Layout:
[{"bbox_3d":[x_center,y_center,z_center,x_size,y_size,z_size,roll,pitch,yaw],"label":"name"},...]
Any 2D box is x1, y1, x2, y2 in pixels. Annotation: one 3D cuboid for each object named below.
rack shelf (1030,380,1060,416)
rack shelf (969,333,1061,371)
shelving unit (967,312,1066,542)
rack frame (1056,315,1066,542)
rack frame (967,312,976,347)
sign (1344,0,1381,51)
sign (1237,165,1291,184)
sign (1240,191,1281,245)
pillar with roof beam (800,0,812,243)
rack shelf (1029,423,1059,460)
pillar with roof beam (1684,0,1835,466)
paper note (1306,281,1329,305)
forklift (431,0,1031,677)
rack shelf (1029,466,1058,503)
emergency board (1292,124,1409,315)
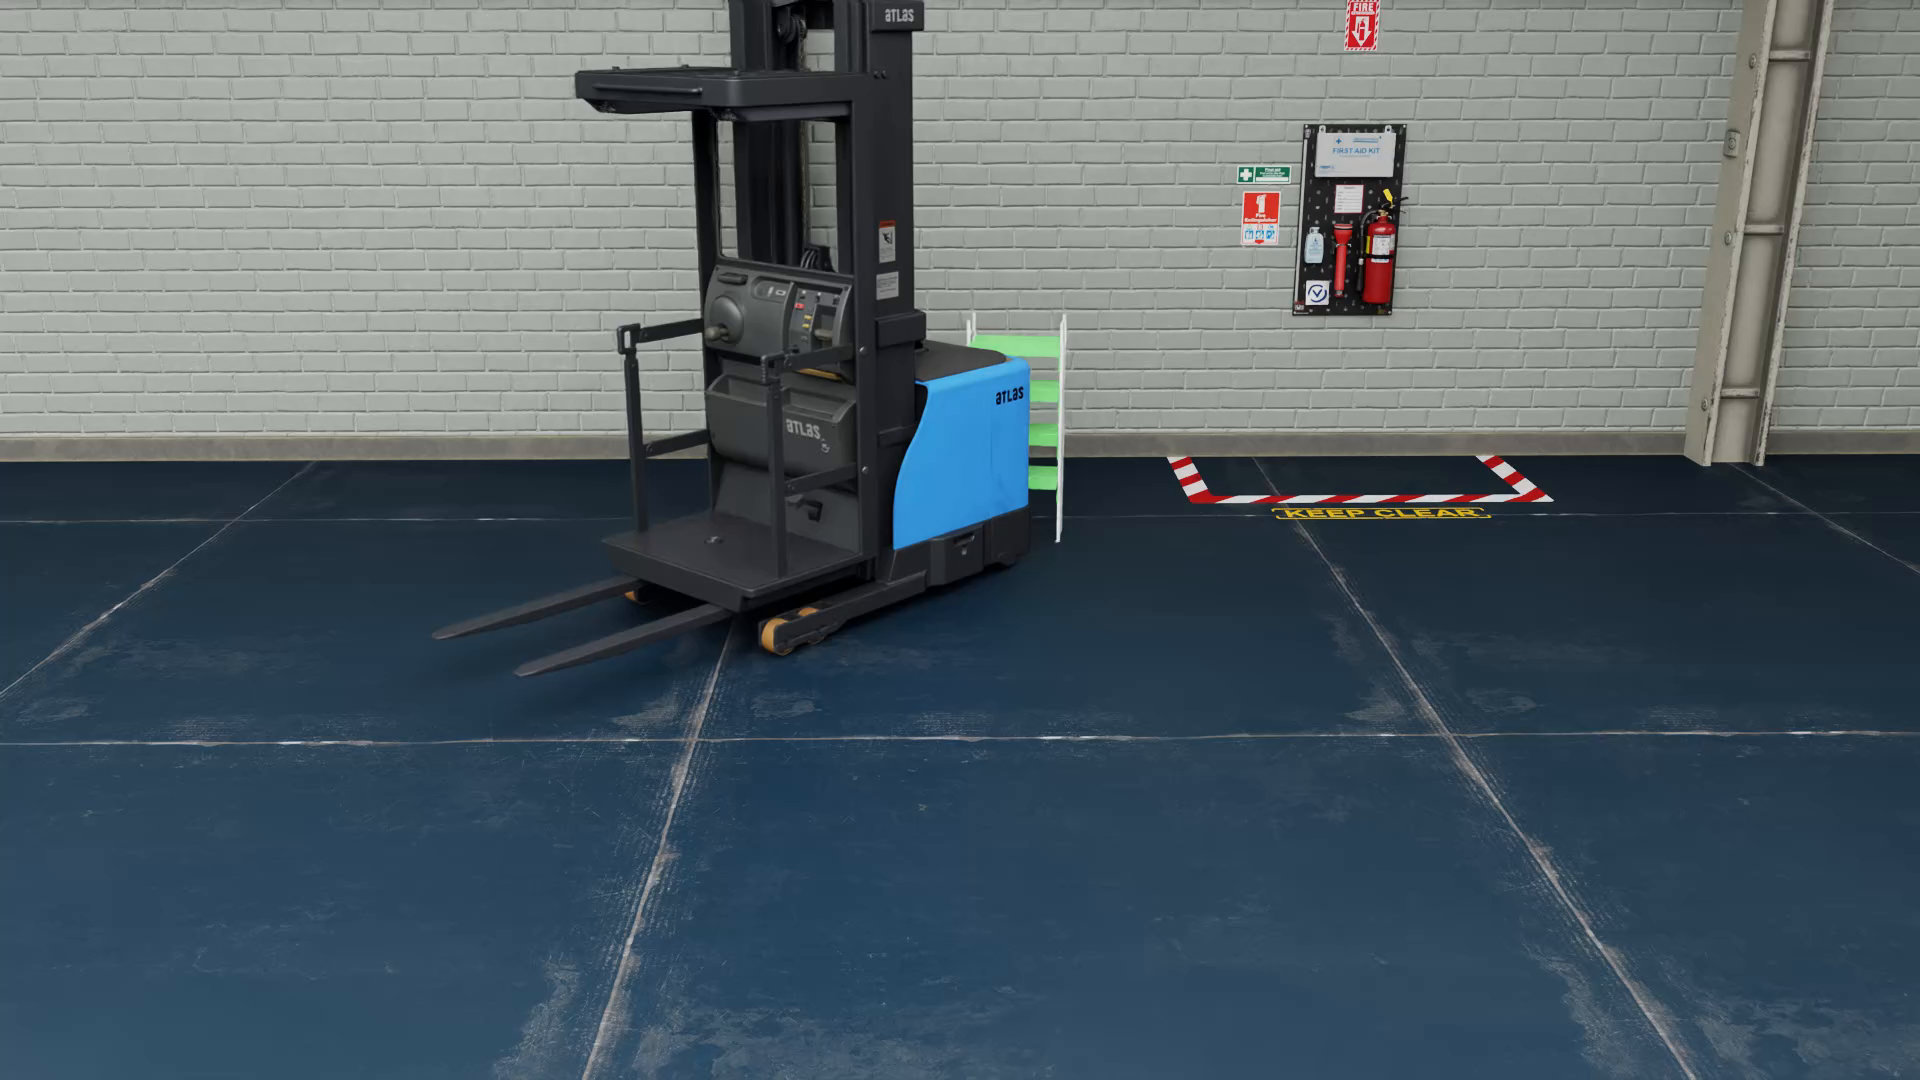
[{"bbox_3d":[0.303,-0.772,8.913,0.480,0.148,0.258,2,18,7],"label":"rack shelf"},{"bbox_3d":[0.303,-1.000,8.840,0.480,0.148,0.258,2,18,7],"label":"rack shelf"},{"bbox_3d":[0.303,-0.604,8.967,0.503,1.200,0.258,2,18,7],"label":"shelving unit"},{"bbox_3d":[0.545,-0.595,8.938,0.015,1.200,0.240,2,18,7],"label":"rack frame"},{"bbox_3d":[0.061,-0.614,8.996,0.015,1.200,0.240,2,18,7],"label":"rack frame"},{"bbox_3d":[2.404,-3.078,9.938,0.199,0.298,0.001,0,18,-1],"label":"sign"},{"bbox_3d":[1.863,-2.239,10.192,0.331,0.109,0.001,0,18,-1],"label":"sign"},{"bbox_3d":[1.859,-1.990,10.281,0.234,0.329,0.001,0,18,-1],"label":"sign"},{"bbox_3d":[-1.047,-3.457,5.093,0.400,9.000,9.100,0,18,-1],"label":"pillar with roof beam"},{"bbox_3d":[0.303,-0.543,8.986,0.480,0.148,0.258,2,18,7],"label":"rack shelf"},{"bbox_3d":[4.953,-3.486,5.183,0.400,9.000,9.100,0,18,-1],"label":"pillar with roof beam"},{"bbox_3d":[2.235,-1.545,10.395,0.142,0.148,0.016,0,18,-1],"label":"paper note"},{"bbox_3d":[-0.988,-1.053,7.532,1.130,2.935,3.031,15,23,39],"label":"forklift"},{"bbox_3d":[0.303,-0.315,9.060,0.480,0.148,0.258,2,18,7],"label":"rack shelf"},{"bbox_3d":[2.413,-1.944,10.197,0.643,1.169,0.194,0,18,-1],"label":"emergency board"}]
